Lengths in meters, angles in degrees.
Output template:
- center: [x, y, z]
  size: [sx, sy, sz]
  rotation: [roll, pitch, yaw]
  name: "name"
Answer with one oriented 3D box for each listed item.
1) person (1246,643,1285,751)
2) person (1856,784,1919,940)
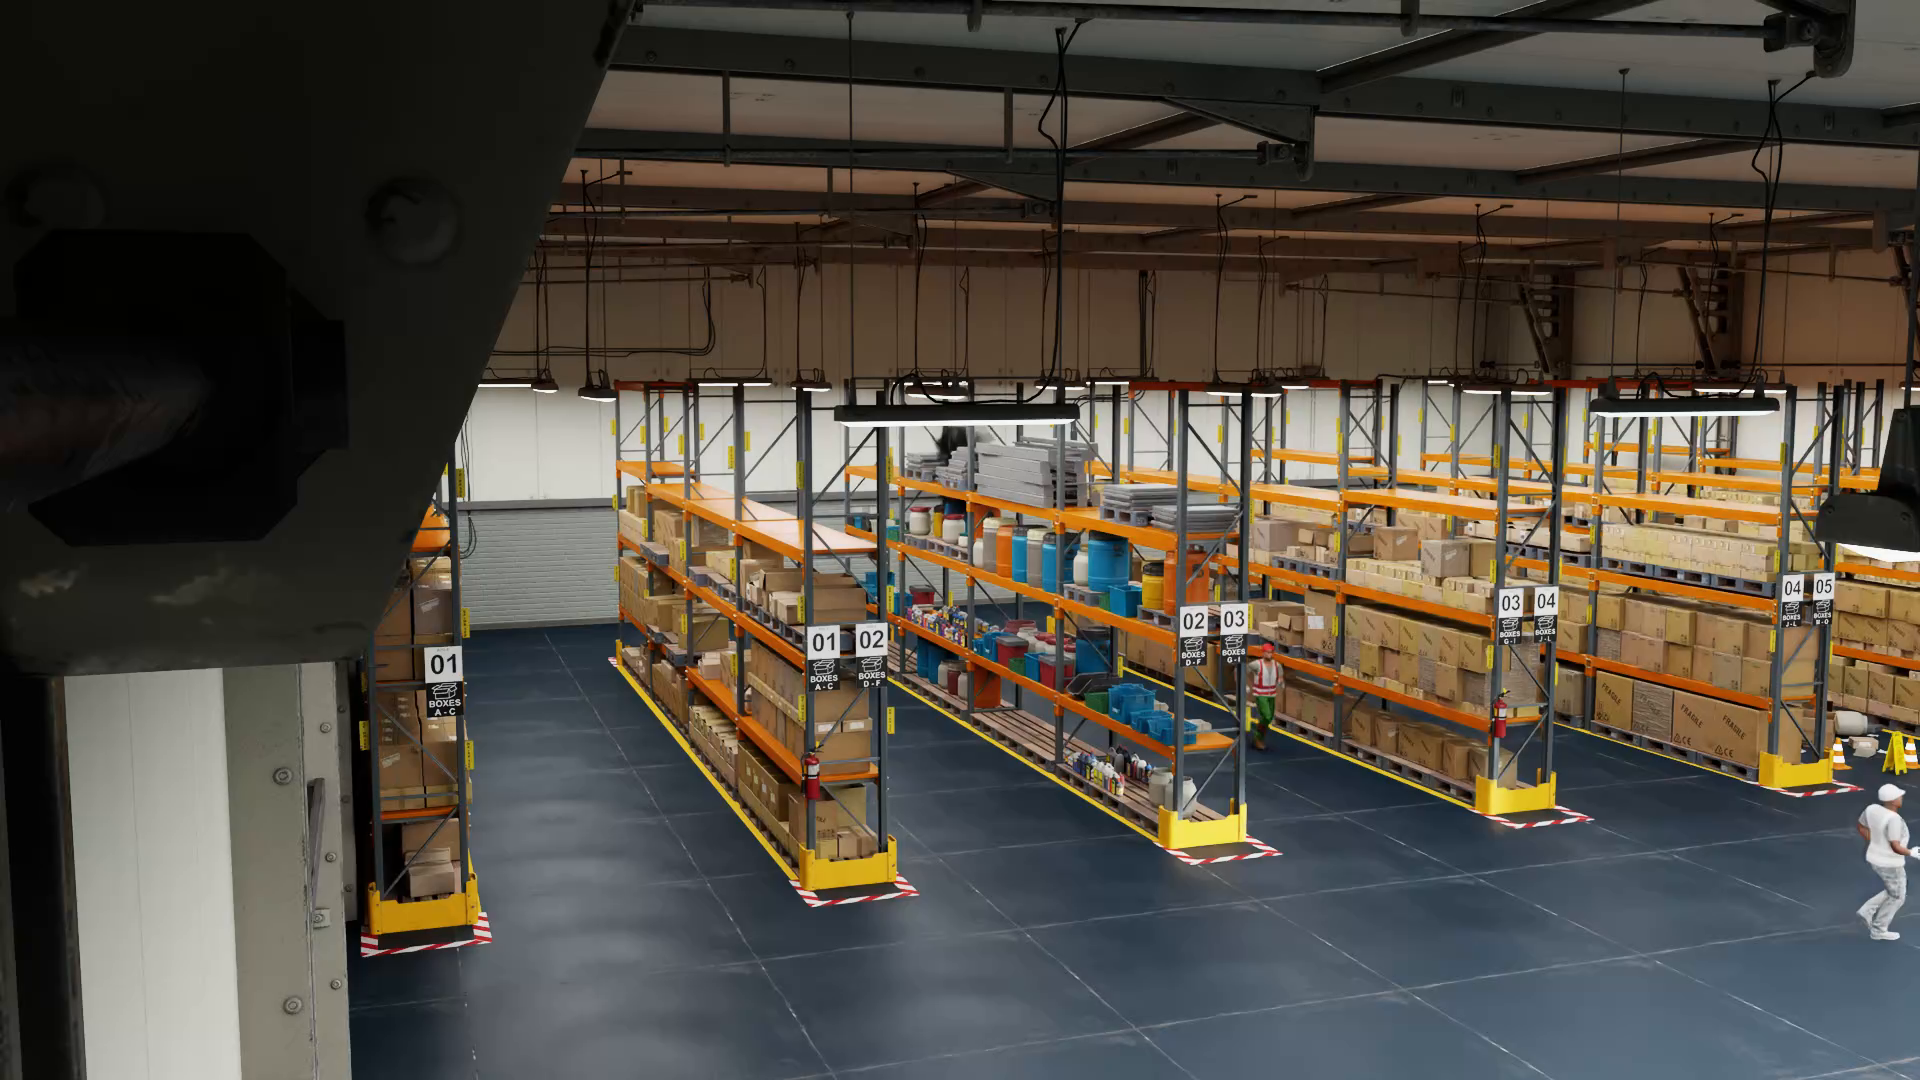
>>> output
- center: [5.001, 2.569, 27.212]
  size: [0.648, 1.778, 0.785]
  rotation: [-3, 7, -23]
  name: "person"
- center: [10.230, 3.538, 18.274]
  size: [0.587, 1.742, 0.698]
  rotation: [1, 6, 5]
  name: "person"
